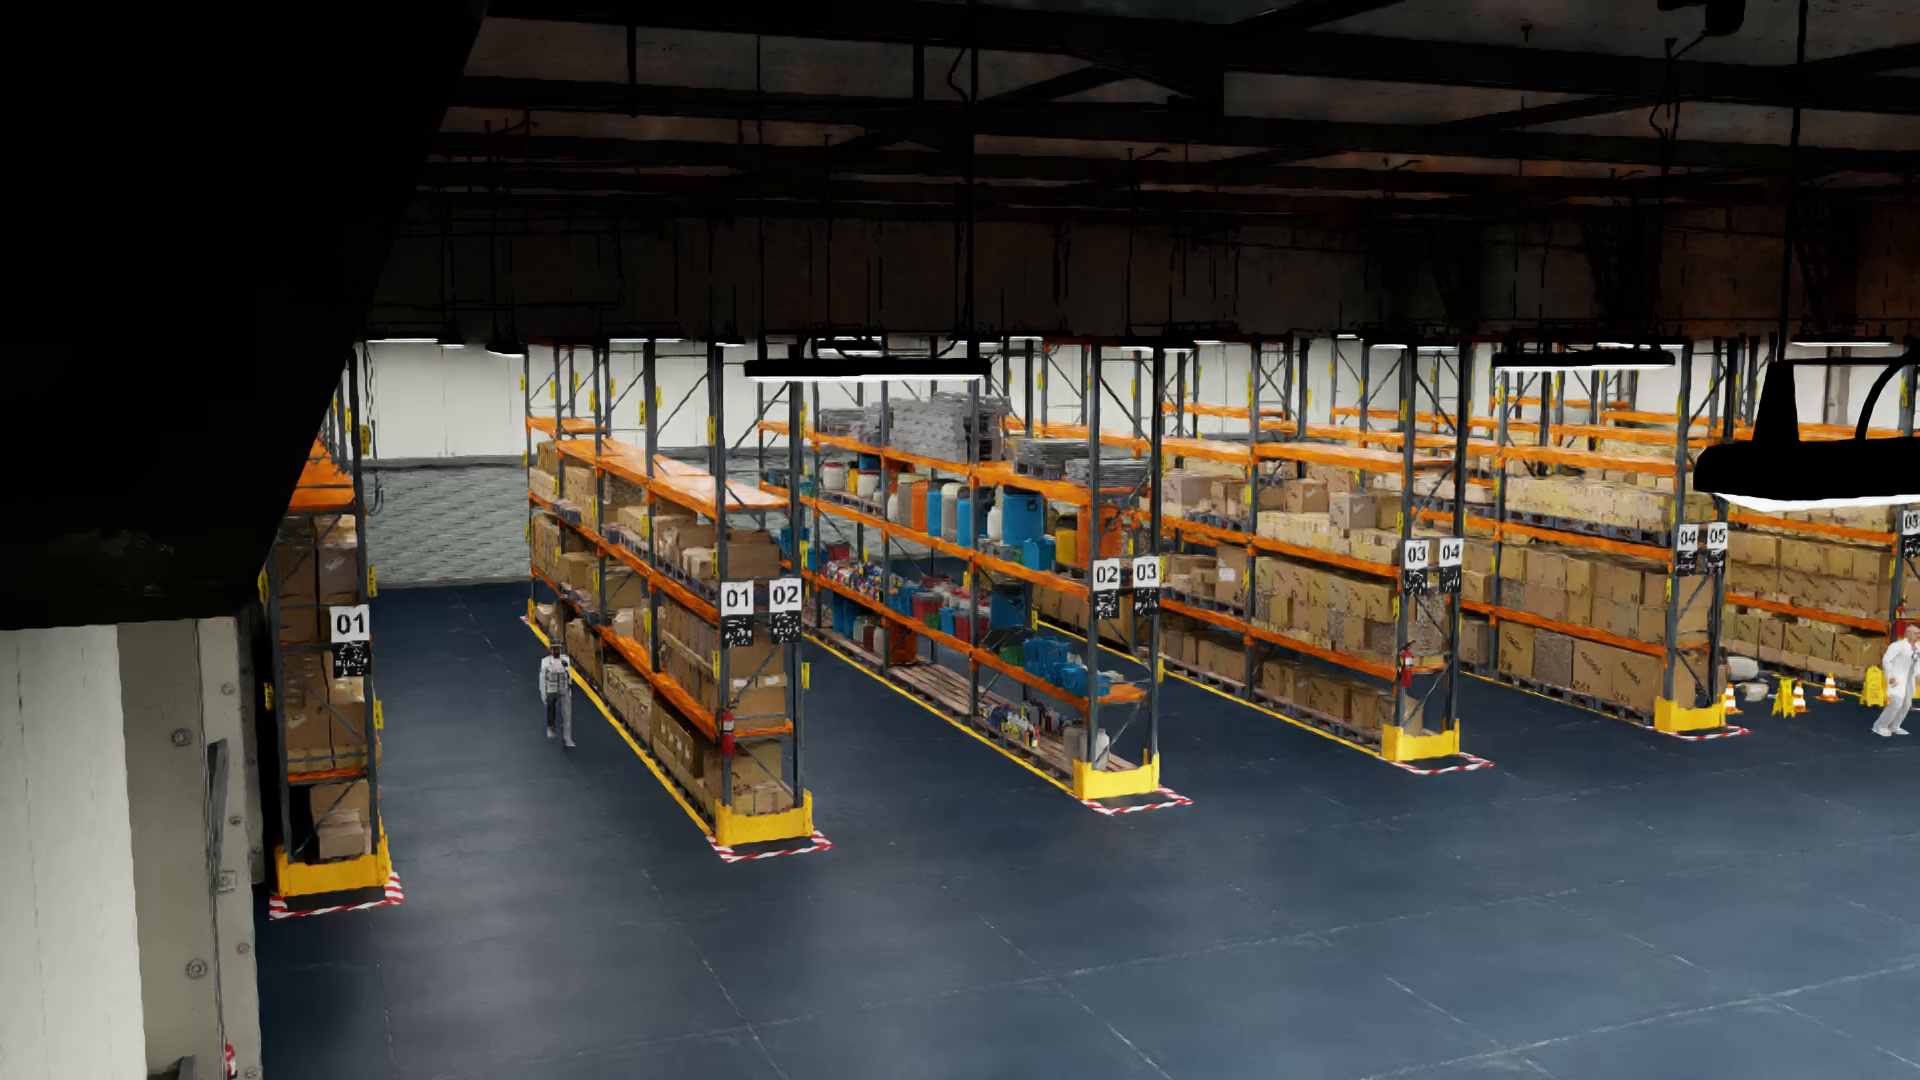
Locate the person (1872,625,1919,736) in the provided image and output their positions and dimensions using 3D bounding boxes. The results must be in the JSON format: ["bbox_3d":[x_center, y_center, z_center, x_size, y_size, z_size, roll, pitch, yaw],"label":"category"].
[{"bbox_3d":[14.281,2.125,25.279,0.729,1.733,0.546,-3,8,-23],"label":"person"}]

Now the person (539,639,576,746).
[{"bbox_3d":[-6.015,2.238,24.780,0.495,1.589,1.086,-3,8,-20],"label":"person"}]
